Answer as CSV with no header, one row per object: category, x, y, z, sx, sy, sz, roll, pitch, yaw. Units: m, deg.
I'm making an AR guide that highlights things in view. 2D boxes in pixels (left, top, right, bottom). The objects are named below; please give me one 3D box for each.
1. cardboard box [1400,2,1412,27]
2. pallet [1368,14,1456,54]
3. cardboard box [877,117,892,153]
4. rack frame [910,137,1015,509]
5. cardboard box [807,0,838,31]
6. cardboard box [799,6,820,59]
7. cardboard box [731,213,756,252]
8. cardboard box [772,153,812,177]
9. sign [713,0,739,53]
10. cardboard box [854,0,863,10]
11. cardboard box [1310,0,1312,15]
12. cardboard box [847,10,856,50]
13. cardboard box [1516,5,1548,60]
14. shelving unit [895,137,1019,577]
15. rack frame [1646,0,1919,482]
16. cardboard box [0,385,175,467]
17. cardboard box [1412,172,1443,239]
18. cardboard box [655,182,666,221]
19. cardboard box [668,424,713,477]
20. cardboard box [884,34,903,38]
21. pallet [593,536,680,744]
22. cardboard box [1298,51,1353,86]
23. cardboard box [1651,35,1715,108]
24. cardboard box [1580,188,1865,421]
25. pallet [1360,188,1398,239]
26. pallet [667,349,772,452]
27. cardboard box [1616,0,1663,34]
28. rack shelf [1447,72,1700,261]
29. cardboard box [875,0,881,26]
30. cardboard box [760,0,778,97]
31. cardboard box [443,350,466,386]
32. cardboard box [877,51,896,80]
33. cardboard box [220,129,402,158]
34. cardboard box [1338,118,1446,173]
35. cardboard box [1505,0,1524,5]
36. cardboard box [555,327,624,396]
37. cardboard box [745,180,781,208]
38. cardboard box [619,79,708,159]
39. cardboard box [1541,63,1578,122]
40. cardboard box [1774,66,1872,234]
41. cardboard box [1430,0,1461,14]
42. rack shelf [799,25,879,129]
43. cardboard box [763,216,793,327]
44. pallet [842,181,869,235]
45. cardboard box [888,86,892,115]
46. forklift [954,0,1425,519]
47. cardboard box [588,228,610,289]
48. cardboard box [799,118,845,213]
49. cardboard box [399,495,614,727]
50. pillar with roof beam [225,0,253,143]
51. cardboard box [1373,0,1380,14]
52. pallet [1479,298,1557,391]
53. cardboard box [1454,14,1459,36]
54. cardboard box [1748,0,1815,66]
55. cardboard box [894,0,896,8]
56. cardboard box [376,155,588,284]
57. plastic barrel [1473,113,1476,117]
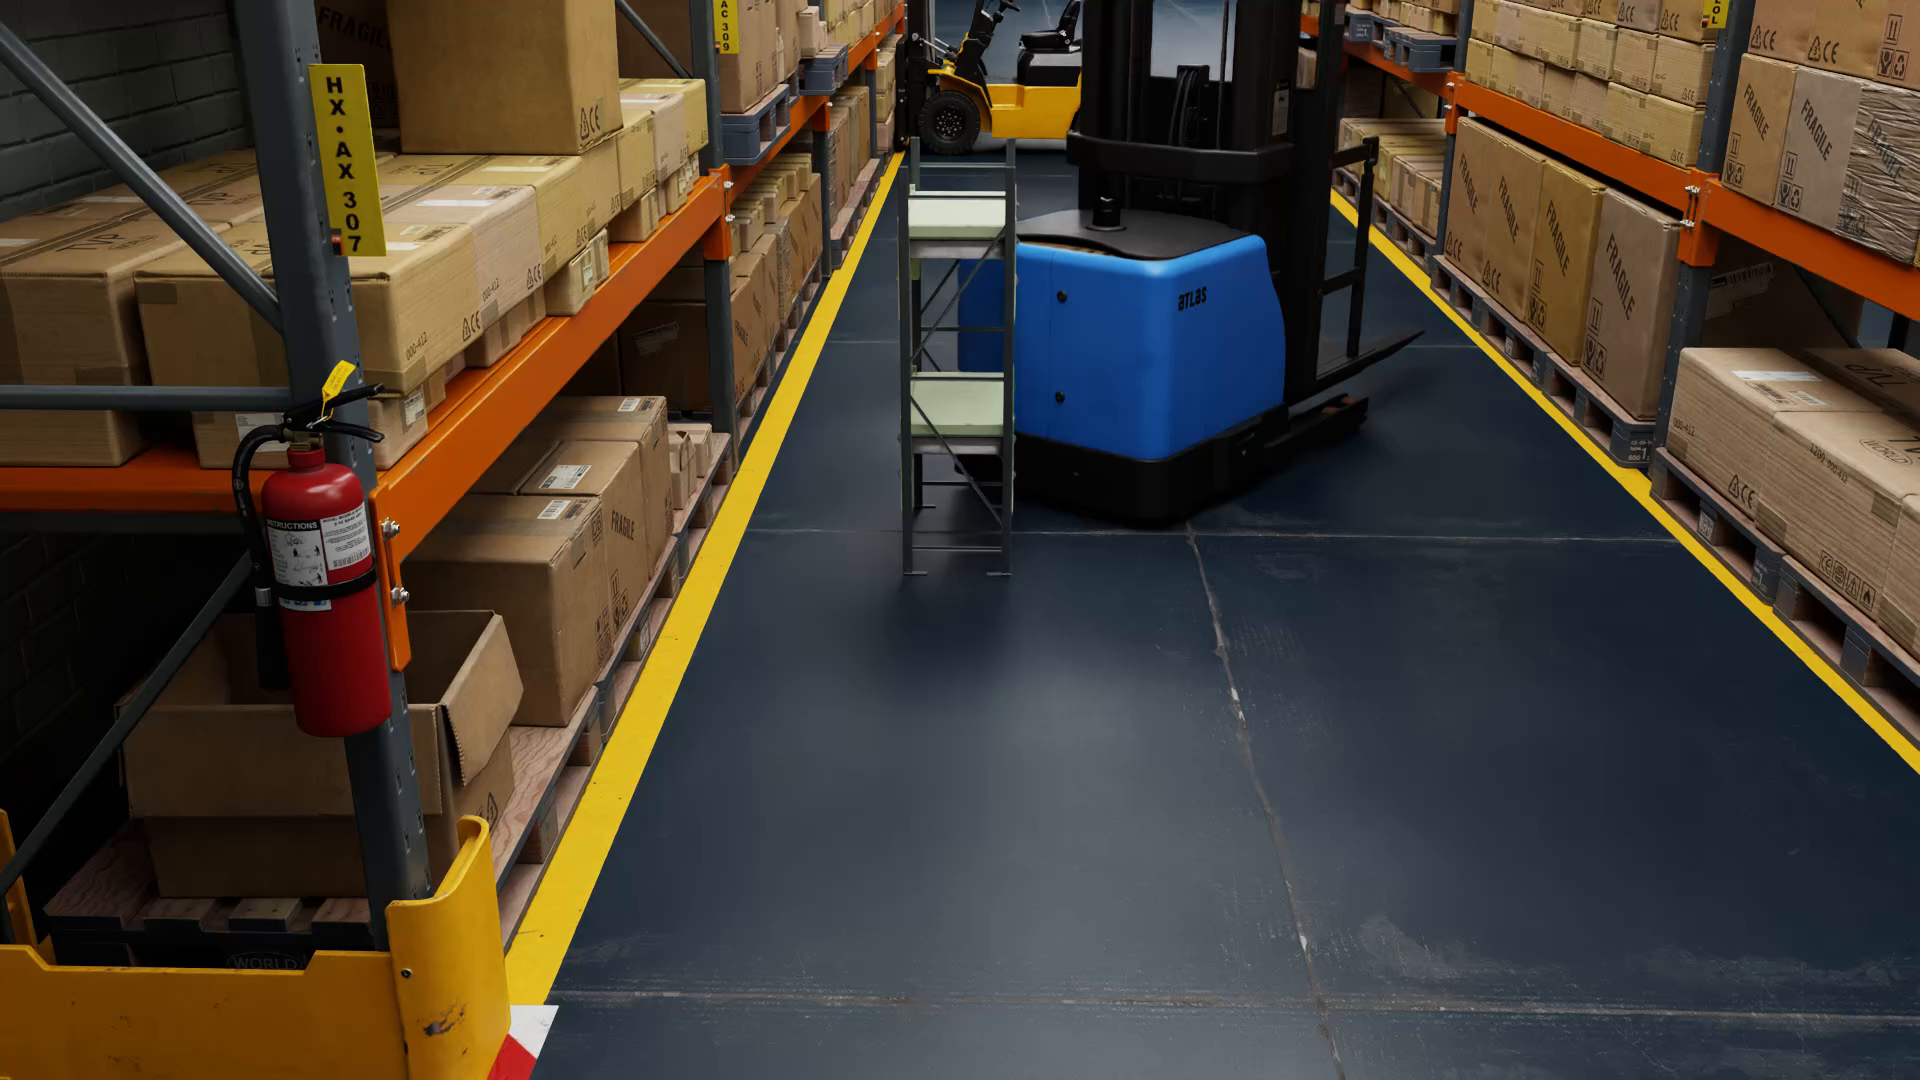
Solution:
cardboard box,3.291,-3.671,11.610,0.380,0.149,0.250,1,21,3
pallet,3.626,-3.718,12.229,1.003,0.211,1.213,1,21,2
cardboard box,-0.887,-3.676,15.076,0.500,0.250,0.500,1,21,2
rack frame,0.011,-0.834,6.605,0.400,1.500,0.023,1,21,2
cardboard box,-1.072,-3.465,10.829,0.500,0.250,0.500,1,21,2
cardboard box,-1.063,-2.885,9.445,0.500,0.250,0.500,0,21,-1
cardboard box,-1.232,-1.541,8.332,0.380,0.149,0.250,1,21,1
cardboard box,-1.116,-2.296,10.278,0.380,0.149,0.250,0,21,-1
sign,-0.933,-2.099,6.594,0.100,0.325,0.005,1,21,2
cardboard box,-1.022,-4.203,12.730,0.500,0.250,0.500,1,21,3
cardboard box,3.499,-4.999,15.614,0.380,0.149,0.250,0,21,1
cardboard box,-1.050,-3.788,12.352,0.500,0.250,0.500,1,21,3
cardboard box,3.301,-2.707,8.875,0.500,0.250,0.500,1,21,1
shelving unit,0.000,-0.702,6.264,0.431,1.500,0.755,1,21,2
rack frame,3.486,-1.645,6.621,1.000,3.000,0.127,1,21,2
cardboard box,-1.856,-0.258,3.393,0.380,0.149,0.250,0,21,1
cardboard box,3.634,-2.266,11.274,0.950,0.372,0.625,-1,21,-2
cardboard box,-1.238,-1.180,5.770,0.380,0.149,0.250,1,21,3
cardboard box,-1.199,-0.360,6.671,0.380,0.149,0.250,0,21,0
cardboard box,-0.813,-5.247,17.744,0.500,0.250,0.500,1,21,3
pallet,-1.532,0.293,5.484,1.003,0.211,1.213,1,21,2
cardboard box,3.507,-4.386,15.871,0.500,0.500,0.500,2,21,4
cardboard box,3.256,-1.970,6.976,0.500,0.250,0.500,1,21,2
cardboard box,3.424,-1.075,7.510,0.875,0.875,0.875,1,21,3
pallet,3.672,-2.514,12.715,1.003,0.211,1.213,1,21,2
pallet,-1.489,-0.693,8.022,1.003,0.211,1.213,1,21,2
cardboard box,3.257,-2.509,7.328,0.500,0.500,0.500,1,21,3
rack shelf,3.546,-2.033,8.615,1.077,0.370,4.000,1,21,2
cardboard box,-0.958,-4.795,14.602,0.500,0.500,0.500,0,21,0
cardboard box,-1.222,-2.300,7.592,0.700,0.500,0.500,1,21,2
cardboard box,-1.379,-0.438,3.860,0.380,0.149,0.250,0,21,1
cardboard box,-0.875,-4.507,15.836,0.500,0.250,0.500,1,21,3
cardboard box,-1.796,-1.044,4.870,0.500,0.250,0.500,1,21,2
cardboard box,3.715,-3.318,13.987,0.950,0.372,0.625,1,21,2
cardboard box,3.342,-3.249,9.235,0.500,0.500,0.500,1,21,2
cardboard box,-1.757,-0.909,7.601,0.500,0.500,0.500,1,21,1
cardboard box,-1.206,-1.917,9.301,0.380,0.149,0.250,0,21,1
cardboard box,-1.248,-1.580,6.251,0.500,0.250,0.500,1,21,3
cardboard box,3.310,-2.293,8.499,0.500,0.250,0.500,1,21,2
cardboard box,3.190,-1.343,5.705,0.500,0.500,0.500,1,21,2
cardboard box,3.343,-3.640,10.633,0.500,0.500,0.500,0,21,0
rack shelf,-1.293,-3.532,12.480,1.077,0.370,4.000,1,21,2
cardboard box,-1.188,-1.461,9.024,0.500,0.500,0.500,0,21,0
pallet,-1.250,-2.582,12.891,1.003,0.211,1.213,1,21,2
cardboard box,-0.896,-4.091,15.456,0.500,0.250,0.500,1,21,1
forklift,1.271,-1.916,7.414,1.130,2.935,3.031,16,26,35
cardboard box,-1.237,-0.811,4.820,0.380,0.149,0.250,1,21,3
cardboard box,-1.310,-2.695,12.030,0.875,0.625,0.625,1,21,3
cardboard box,-1.419,0.189,4.770,0.700,0.500,0.500,1,21,4
pillar with roof beam,1.905,-4.206,4.928,9.100,9.000,0.400,1,21,2
cardboard box,3.398,-4.134,12.803,0.380,0.149,0.250,1,21,2
pallet,3.468,-1.067,8.987,1.003,0.211,1.213,1,21,2
cardboard box,3.382,-3.291,10.631,0.380,0.149,0.250,1,21,4
cardboard box,3.229,-1.988,5.986,0.500,0.500,0.500,1,21,2
cardboard box,-0.904,-5.530,16.496,0.500,0.500,0.500,0,21,1
cardboard box,-1.287,-0.847,4.362,0.500,0.250,0.500,0,21,1
plastic barrel,5.301,-4.019,16.302,0.512,0.421,0.421,18,27,38
